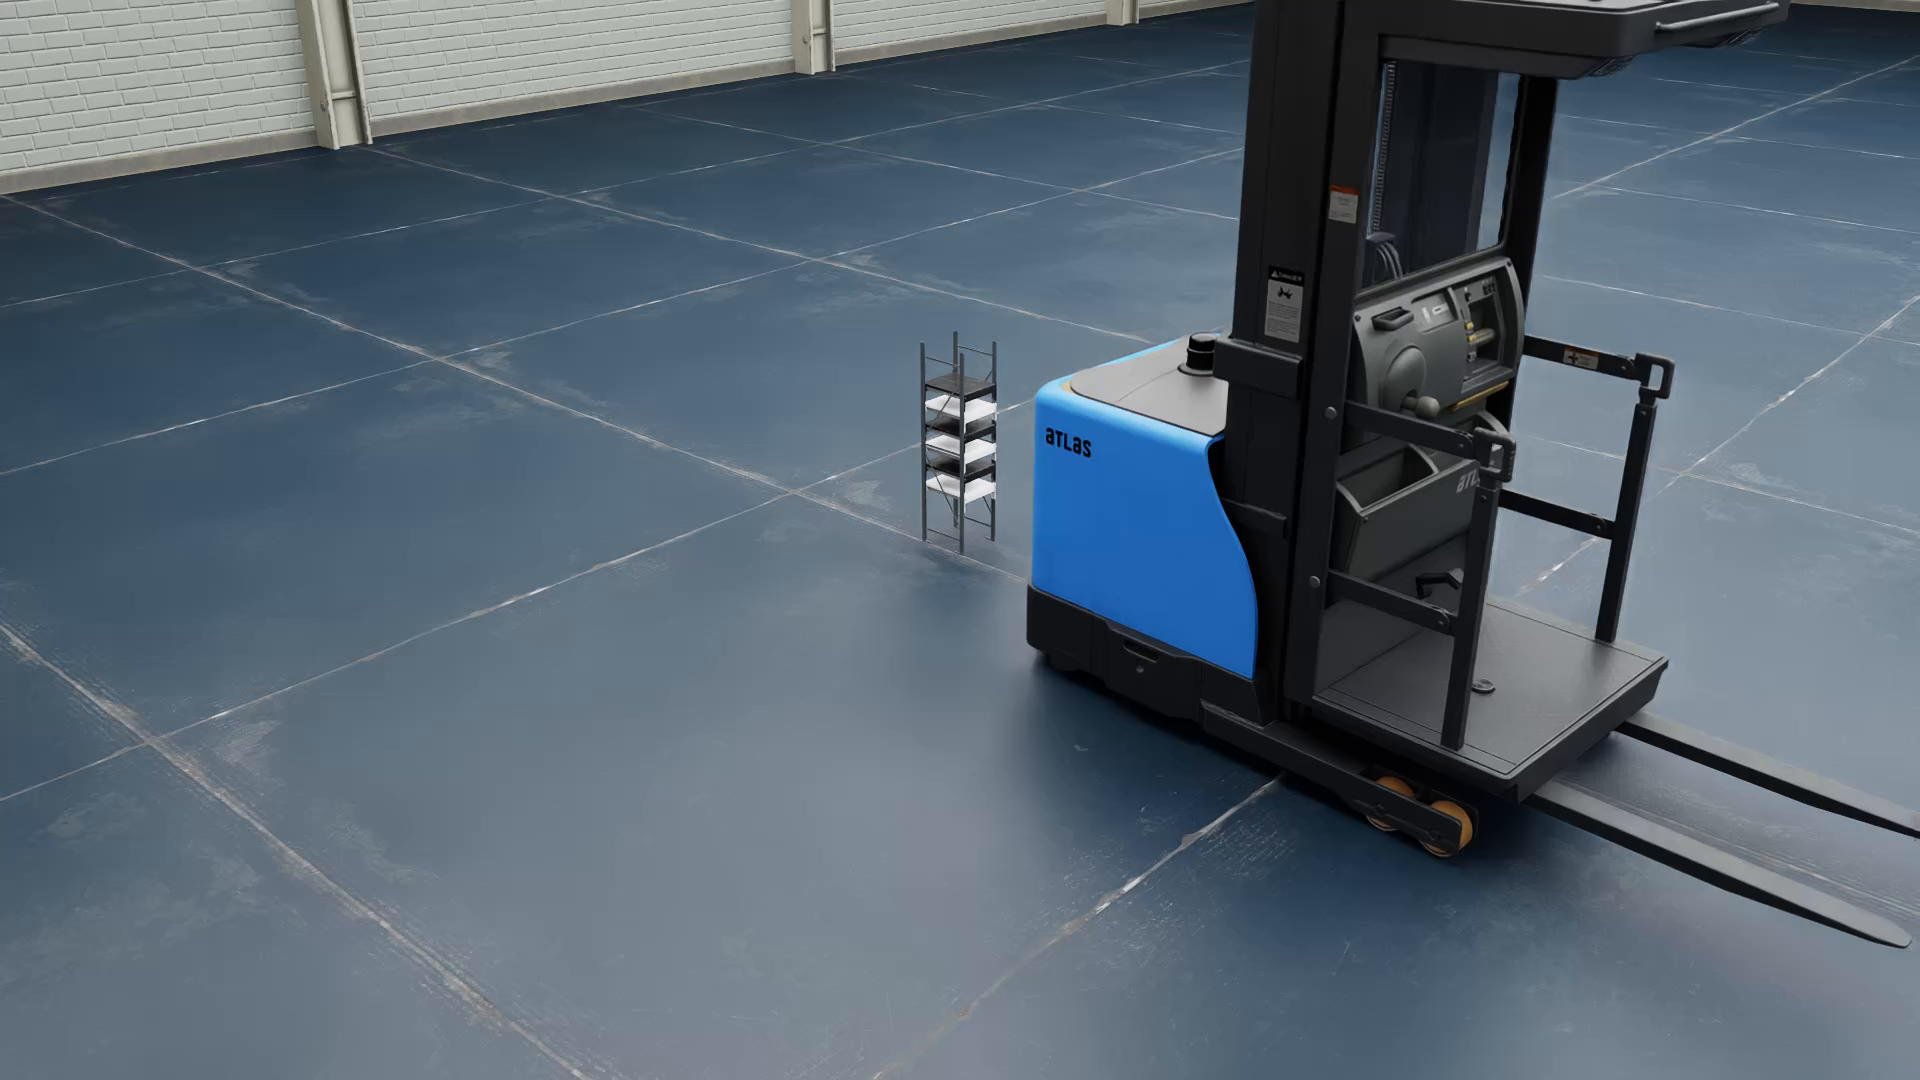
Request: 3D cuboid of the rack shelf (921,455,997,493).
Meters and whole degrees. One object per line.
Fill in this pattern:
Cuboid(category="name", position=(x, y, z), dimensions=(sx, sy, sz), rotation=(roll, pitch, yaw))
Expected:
Cuboid(category="rack shelf", position=(-0.005, -0.296, 7.111), dimensions=(0.258, 0.077, 0.200), rotation=(20, 31, 38))

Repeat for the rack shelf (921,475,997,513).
Cuboid(category="rack shelf", position=(-0.005, -0.213, 7.148), dimensions=(0.258, 0.077, 0.200), rotation=(20, 31, 38))

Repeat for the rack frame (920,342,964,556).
Cuboid(category="rack frame", position=(-0.073, -0.377, 6.991), dimensions=(0.240, 0.900, 0.006), rotation=(20, 31, 38))

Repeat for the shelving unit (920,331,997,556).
Cuboid(category="shelving unit", position=(-0.005, -0.408, 7.060), dimensions=(0.258, 0.900, 0.210), rotation=(20, 31, 38))

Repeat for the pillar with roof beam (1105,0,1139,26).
Cuboid(category="pillar with roof beam", position=(5.502, -10.265, 19.145), dimensions=(9.100, 9.000, 0.400), rotation=(20, 31, 38))

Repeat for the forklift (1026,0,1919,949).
Cuboid(category="forklift", position=(1.641, -0.608, 5.024), dimensions=(1.130, 2.935, 3.031), rotation=(-22, 32, -40))

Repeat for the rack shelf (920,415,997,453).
Cuboid(category="rack shelf", position=(-0.005, -0.460, 7.037), dimensions=(0.258, 0.077, 0.200), rotation=(20, 31, 38))

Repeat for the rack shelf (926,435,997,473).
Cuboid(category="rack shelf", position=(-0.005, -0.378, 7.074), dimensions=(0.258, 0.077, 0.200), rotation=(20, 31, 38))

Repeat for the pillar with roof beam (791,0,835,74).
Cuboid(category="pillar with roof beam", position=(1.497, -8.437, 15.068), dimensions=(9.100, 9.000, 0.400), rotation=(20, 31, 38))

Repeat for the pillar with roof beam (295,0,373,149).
Cuboid(category="pillar with roof beam", position=(-2.507, -6.609, 10.991), dimensions=(9.100, 9.000, 0.400), rotation=(20, 31, 38))

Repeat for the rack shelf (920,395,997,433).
Cuboid(category="rack shelf", position=(-0.005, -0.542, 7.000), dimensions=(0.258, 0.077, 0.200), rotation=(20, 31, 38))

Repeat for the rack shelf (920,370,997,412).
Cuboid(category="rack shelf", position=(-0.005, -0.624, 6.964), dimensions=(0.258, 0.077, 0.200), rotation=(20, 31, 38))

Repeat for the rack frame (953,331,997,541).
Cuboid(category="rack frame", position=(0.062, -0.439, 7.129), dimensions=(0.240, 0.900, 0.006), rotation=(20, 31, 38))
